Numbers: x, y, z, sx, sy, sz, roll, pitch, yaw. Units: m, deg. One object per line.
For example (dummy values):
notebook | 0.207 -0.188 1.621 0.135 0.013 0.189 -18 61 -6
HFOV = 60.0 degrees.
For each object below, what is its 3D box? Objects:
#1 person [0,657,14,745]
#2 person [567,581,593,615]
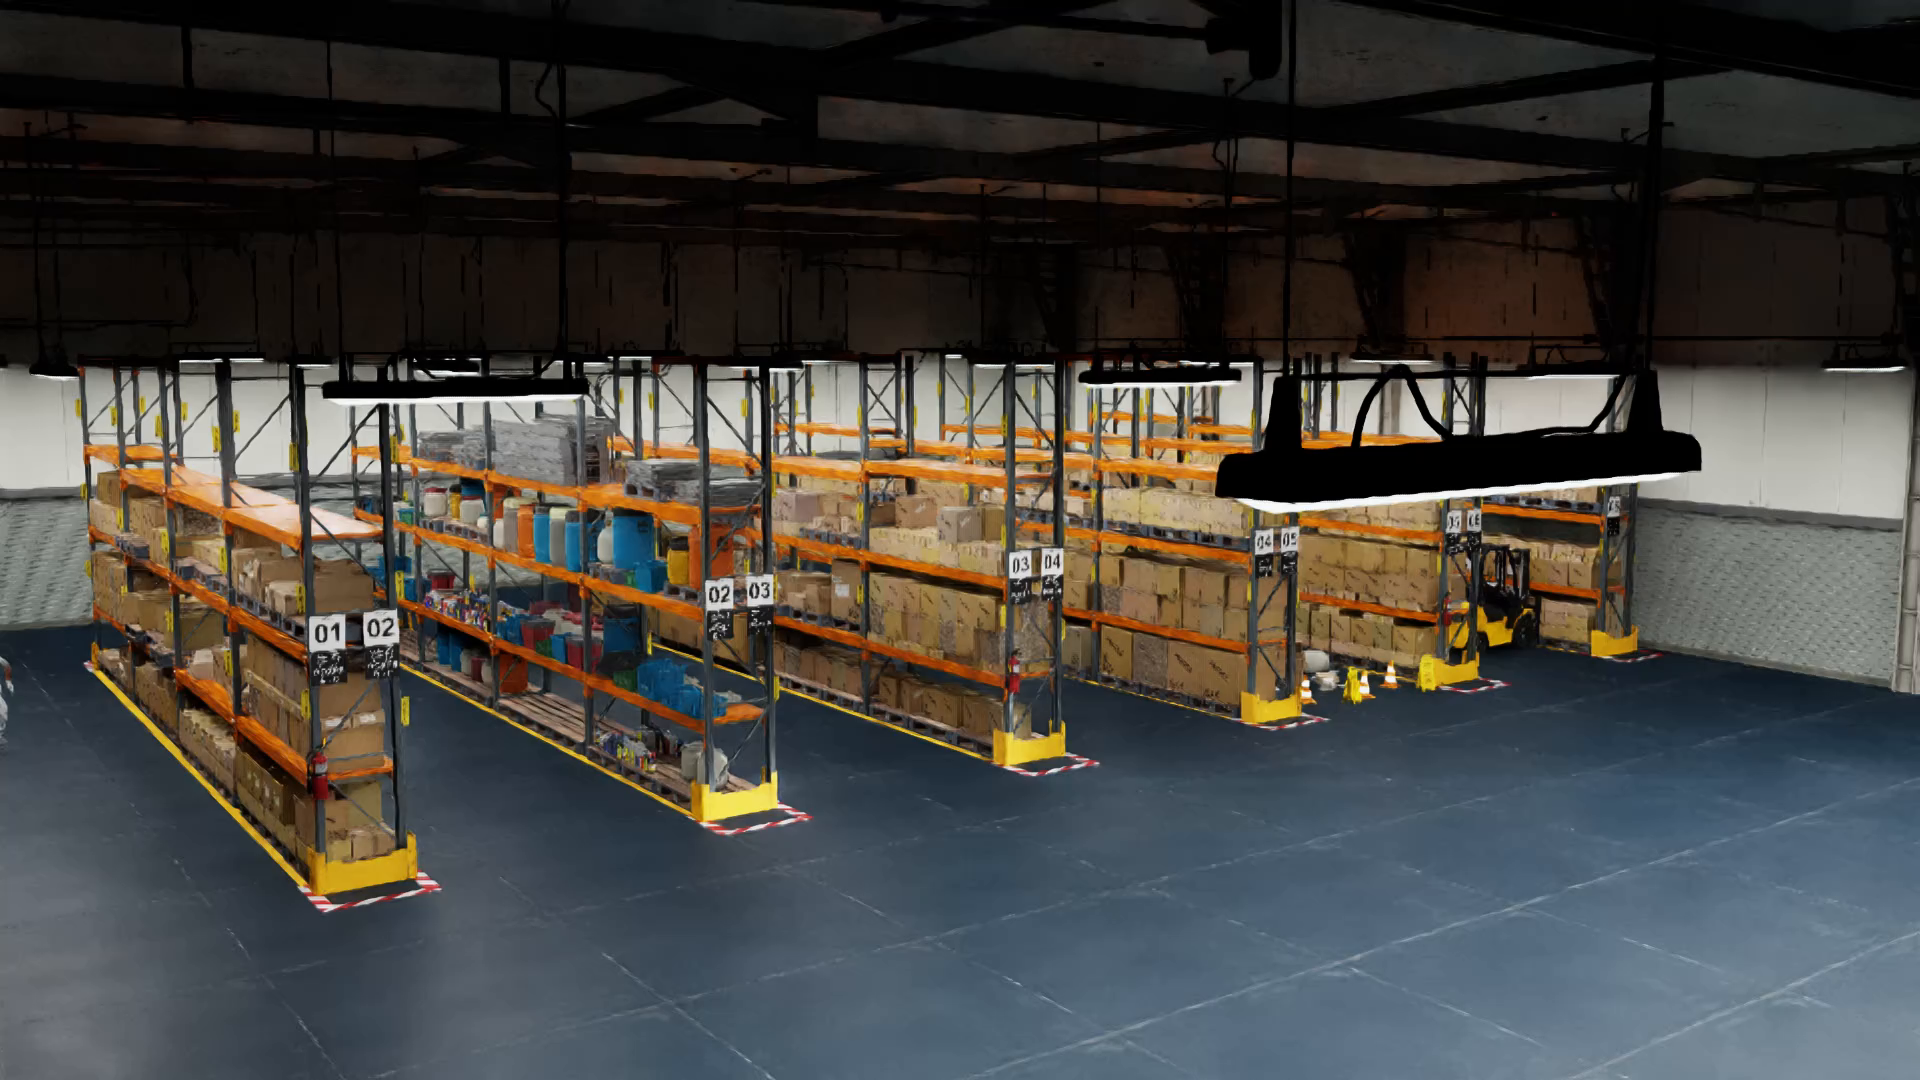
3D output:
person | -14.954 2.394 25.599 0.688 1.712 0.782 -4 8 -30
person | -7.739 1.308 34.012 0.654 1.790 0.522 4 8 28
